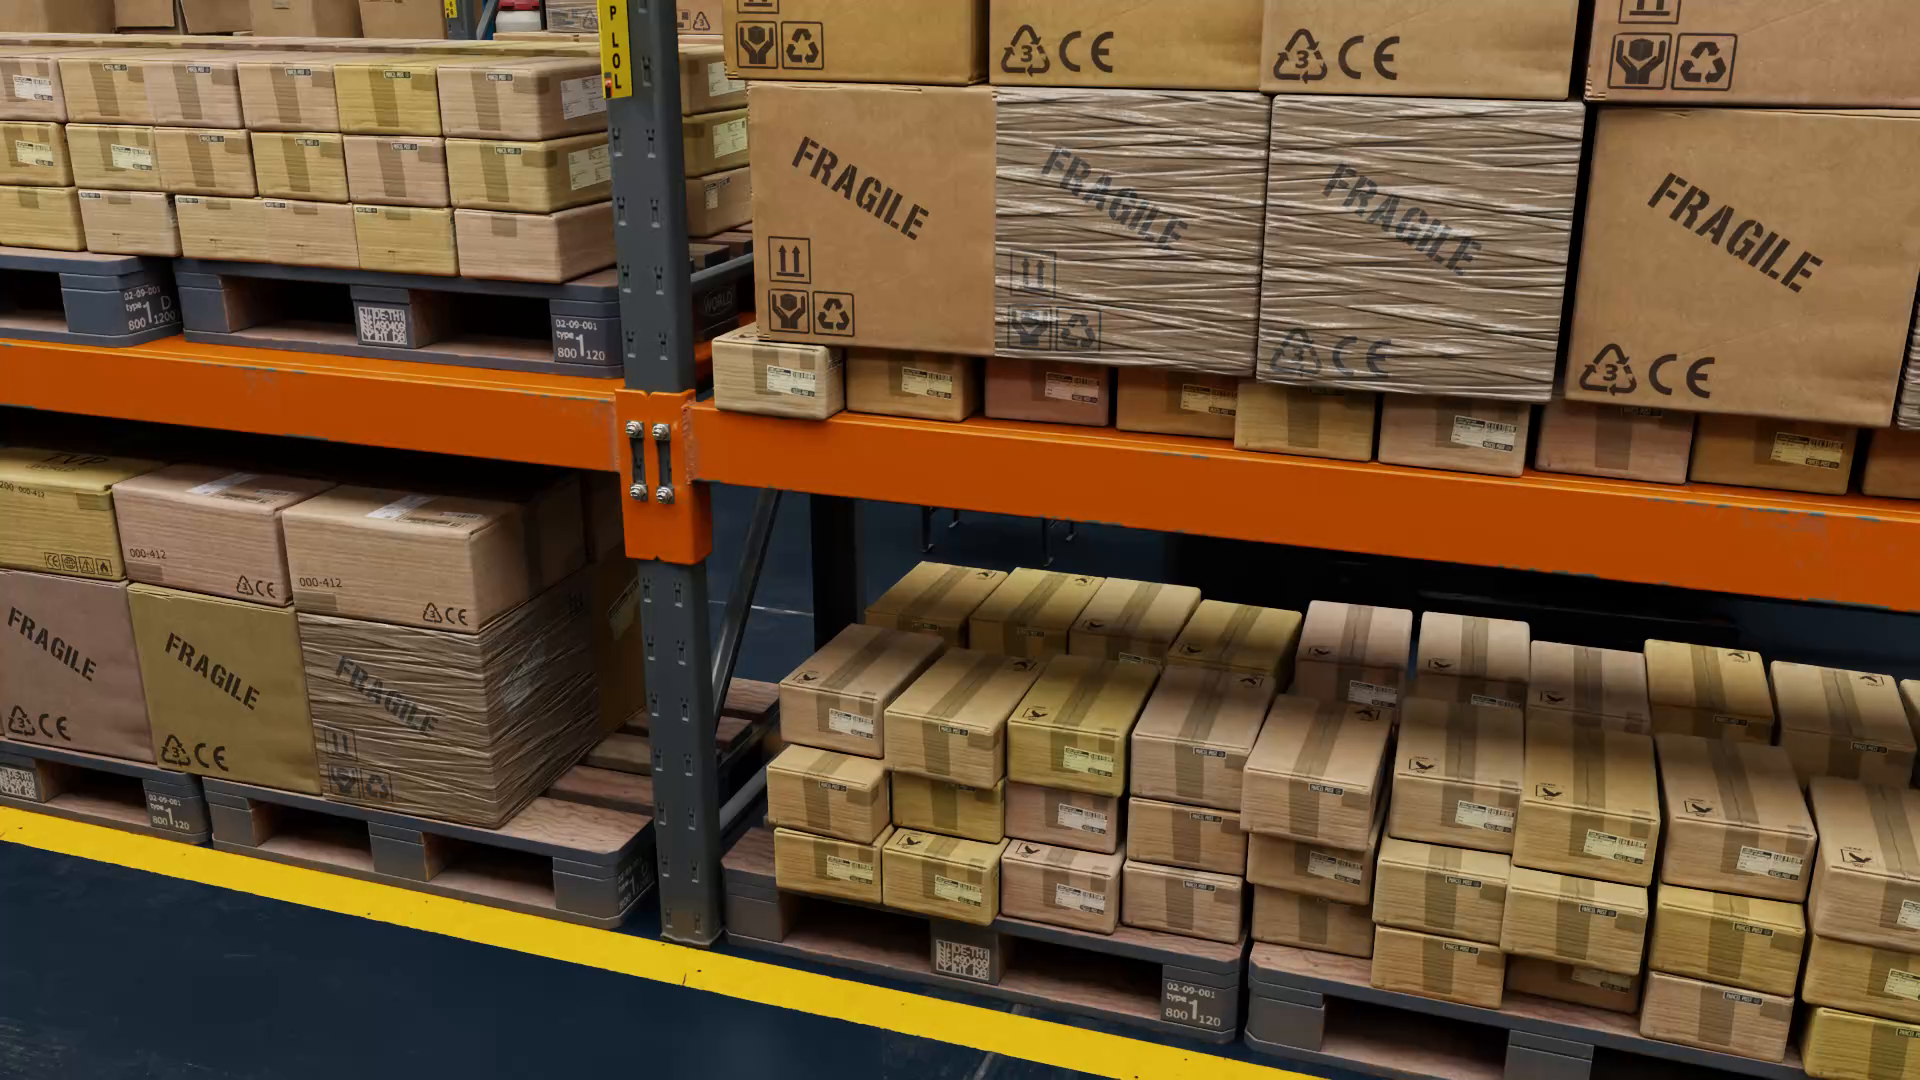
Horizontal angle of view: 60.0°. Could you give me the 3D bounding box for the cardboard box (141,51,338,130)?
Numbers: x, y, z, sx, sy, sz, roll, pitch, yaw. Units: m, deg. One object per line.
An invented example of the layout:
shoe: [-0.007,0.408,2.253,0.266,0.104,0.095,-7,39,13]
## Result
cardboard box: [-1.665,-1.057,3.891,0.250,0.149,0.380,6,20,18]

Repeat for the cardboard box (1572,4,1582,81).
cardboard box: [1.025,-1.207,3.359,0.500,0.500,0.500,7,20,19]

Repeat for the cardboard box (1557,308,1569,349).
cardboard box: [1.371,-0.405,3.562,0.250,0.149,0.380,7,20,19]

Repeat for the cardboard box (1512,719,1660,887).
cardboard box: [1.249,0.517,3.324,0.250,0.149,0.380,7,20,18]

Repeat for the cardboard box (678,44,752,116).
cardboard box: [-0.698,-1.174,4.227,0.250,0.149,0.380,8,21,21]

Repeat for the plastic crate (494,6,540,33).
plastic crate: [-4.127,-4.636,15.223,0.583,0.464,0.402,7,20,18]

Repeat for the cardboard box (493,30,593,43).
cardboard box: [-2.162,-2.501,9.043,0.500,0.500,0.500,7,20,20]

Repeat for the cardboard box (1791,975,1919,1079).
cardboard box: [1.740,0.878,3.194,0.250,0.149,0.380,6,20,16]

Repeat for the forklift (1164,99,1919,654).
forklift: [2.301,-1.133,5.470,3.031,2.867,1.129,5,20,15]

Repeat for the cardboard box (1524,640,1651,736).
cardboard box: [1.400,0.375,3.731,0.250,0.149,0.380,7,20,18]

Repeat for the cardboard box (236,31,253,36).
cardboard box: [-4.196,-2.822,9.682,0.258,0.266,0.396,6,20,17]

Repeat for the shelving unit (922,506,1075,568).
shelving unit: [0.156,-0.974,6.179,0.503,2.100,0.431,7,20,18]

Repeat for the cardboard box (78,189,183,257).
cardboard box: [-1.898,-0.800,4.057,0.250,0.149,0.380,6,20,16]

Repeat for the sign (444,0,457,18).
sign: [-2.701,-2.931,8.788,0.005,0.325,0.100,7,20,18]

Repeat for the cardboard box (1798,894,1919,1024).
cardboard box: [1.725,0.736,3.150,0.250,0.149,0.380,7,20,19]

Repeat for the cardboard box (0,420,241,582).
cardboard box: [-2.248,-0.114,4.367,0.500,0.250,0.500,6,20,16]

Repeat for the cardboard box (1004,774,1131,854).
cardboard box: [0.271,0.533,3.732,0.250,0.149,0.380,6,20,18]

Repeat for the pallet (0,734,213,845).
pallet: [-2.369,0.474,4.896,1.213,0.211,1.003,7,20,18]

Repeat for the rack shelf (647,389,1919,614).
rack shelf: [1.413,-0.072,3.319,4.000,0.370,1.077,7,20,18]

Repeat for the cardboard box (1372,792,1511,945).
cardboard box: [0.995,0.647,3.405,0.250,0.149,0.380,6,20,18]

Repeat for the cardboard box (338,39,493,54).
cardboard box: [-1.439,-1.259,4.469,0.250,0.149,0.380,6,20,17]

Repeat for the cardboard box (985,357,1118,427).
cardboard box: [0.221,-0.360,3.433,0.250,0.149,0.380,6,20,16]

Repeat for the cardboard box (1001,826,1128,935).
cardboard box: [0.265,0.699,3.708,0.250,0.149,0.380,6,20,18]

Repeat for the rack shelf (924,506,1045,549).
rack shelf: [0.156,-0.300,6.414,0.480,0.518,0.431,7,20,18]

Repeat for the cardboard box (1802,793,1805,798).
cardboard box: [1.902,0.569,3.629,0.250,0.149,0.380,6,20,15]

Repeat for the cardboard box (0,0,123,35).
cardboard box: [-5.606,-3.376,10.153,1.000,1.000,1.000,7,20,18]

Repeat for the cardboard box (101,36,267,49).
cardboard box: [-2.175,-1.341,4.707,0.250,0.149,0.380,7,20,20]

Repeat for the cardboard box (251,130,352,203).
cardboard box: [-1.400,-0.885,3.851,0.250,0.149,0.380,7,21,20]

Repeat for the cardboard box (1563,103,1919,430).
cardboard box: [1.359,-0.518,2.902,0.500,0.500,0.500,8,21,21]

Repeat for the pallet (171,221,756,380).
pallet: [-1.151,-0.665,4.219,1.213,0.211,1.003,7,20,18]

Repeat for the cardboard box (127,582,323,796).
cardboard box: [-1.743,0.297,4.327,0.500,0.500,0.500,6,20,17]

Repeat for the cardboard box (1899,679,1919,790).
cardboard box: [2.161,0.448,3.522,0.250,0.149,0.380,6,20,15]

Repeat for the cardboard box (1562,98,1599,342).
cardboard box: [1.513,-0.678,3.360,0.500,0.500,0.500,6,20,17]

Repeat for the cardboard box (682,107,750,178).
cardboard box: [-0.698,-1.034,4.276,0.250,0.149,0.380,7,20,19]

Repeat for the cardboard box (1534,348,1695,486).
cardboard box: [1.212,-0.235,3.076,0.250,0.149,0.380,7,21,20]

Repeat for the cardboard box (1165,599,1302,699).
cardboard box: [0.656,0.289,3.980,0.250,0.149,0.380,7,20,20]

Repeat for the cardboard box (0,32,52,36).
cardboard box: [-2.904,-1.426,4.951,0.250,0.149,0.380,7,20,20]

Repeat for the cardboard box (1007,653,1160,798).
cardboard box: [0.277,0.401,3.659,0.250,0.149,0.380,6,20,17]

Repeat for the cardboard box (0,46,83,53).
cardboard box: [-2.406,-1.141,4.132,0.250,0.149,0.380,6,20,17]

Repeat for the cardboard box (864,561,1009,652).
cardboard box: [-0.055,0.197,4.245,0.250,0.149,0.380,7,20,20]

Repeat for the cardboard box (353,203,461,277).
cardboard box: [-1.162,-0.717,3.819,0.250,0.149,0.380,7,20,18]

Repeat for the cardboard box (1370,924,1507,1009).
cardboard box: [1.001,0.787,3.455,0.250,0.149,0.380,6,20,17]

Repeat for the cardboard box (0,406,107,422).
cardboard box: [-2.567,-0.329,4.983,0.500,0.250,0.500,7,20,19]
